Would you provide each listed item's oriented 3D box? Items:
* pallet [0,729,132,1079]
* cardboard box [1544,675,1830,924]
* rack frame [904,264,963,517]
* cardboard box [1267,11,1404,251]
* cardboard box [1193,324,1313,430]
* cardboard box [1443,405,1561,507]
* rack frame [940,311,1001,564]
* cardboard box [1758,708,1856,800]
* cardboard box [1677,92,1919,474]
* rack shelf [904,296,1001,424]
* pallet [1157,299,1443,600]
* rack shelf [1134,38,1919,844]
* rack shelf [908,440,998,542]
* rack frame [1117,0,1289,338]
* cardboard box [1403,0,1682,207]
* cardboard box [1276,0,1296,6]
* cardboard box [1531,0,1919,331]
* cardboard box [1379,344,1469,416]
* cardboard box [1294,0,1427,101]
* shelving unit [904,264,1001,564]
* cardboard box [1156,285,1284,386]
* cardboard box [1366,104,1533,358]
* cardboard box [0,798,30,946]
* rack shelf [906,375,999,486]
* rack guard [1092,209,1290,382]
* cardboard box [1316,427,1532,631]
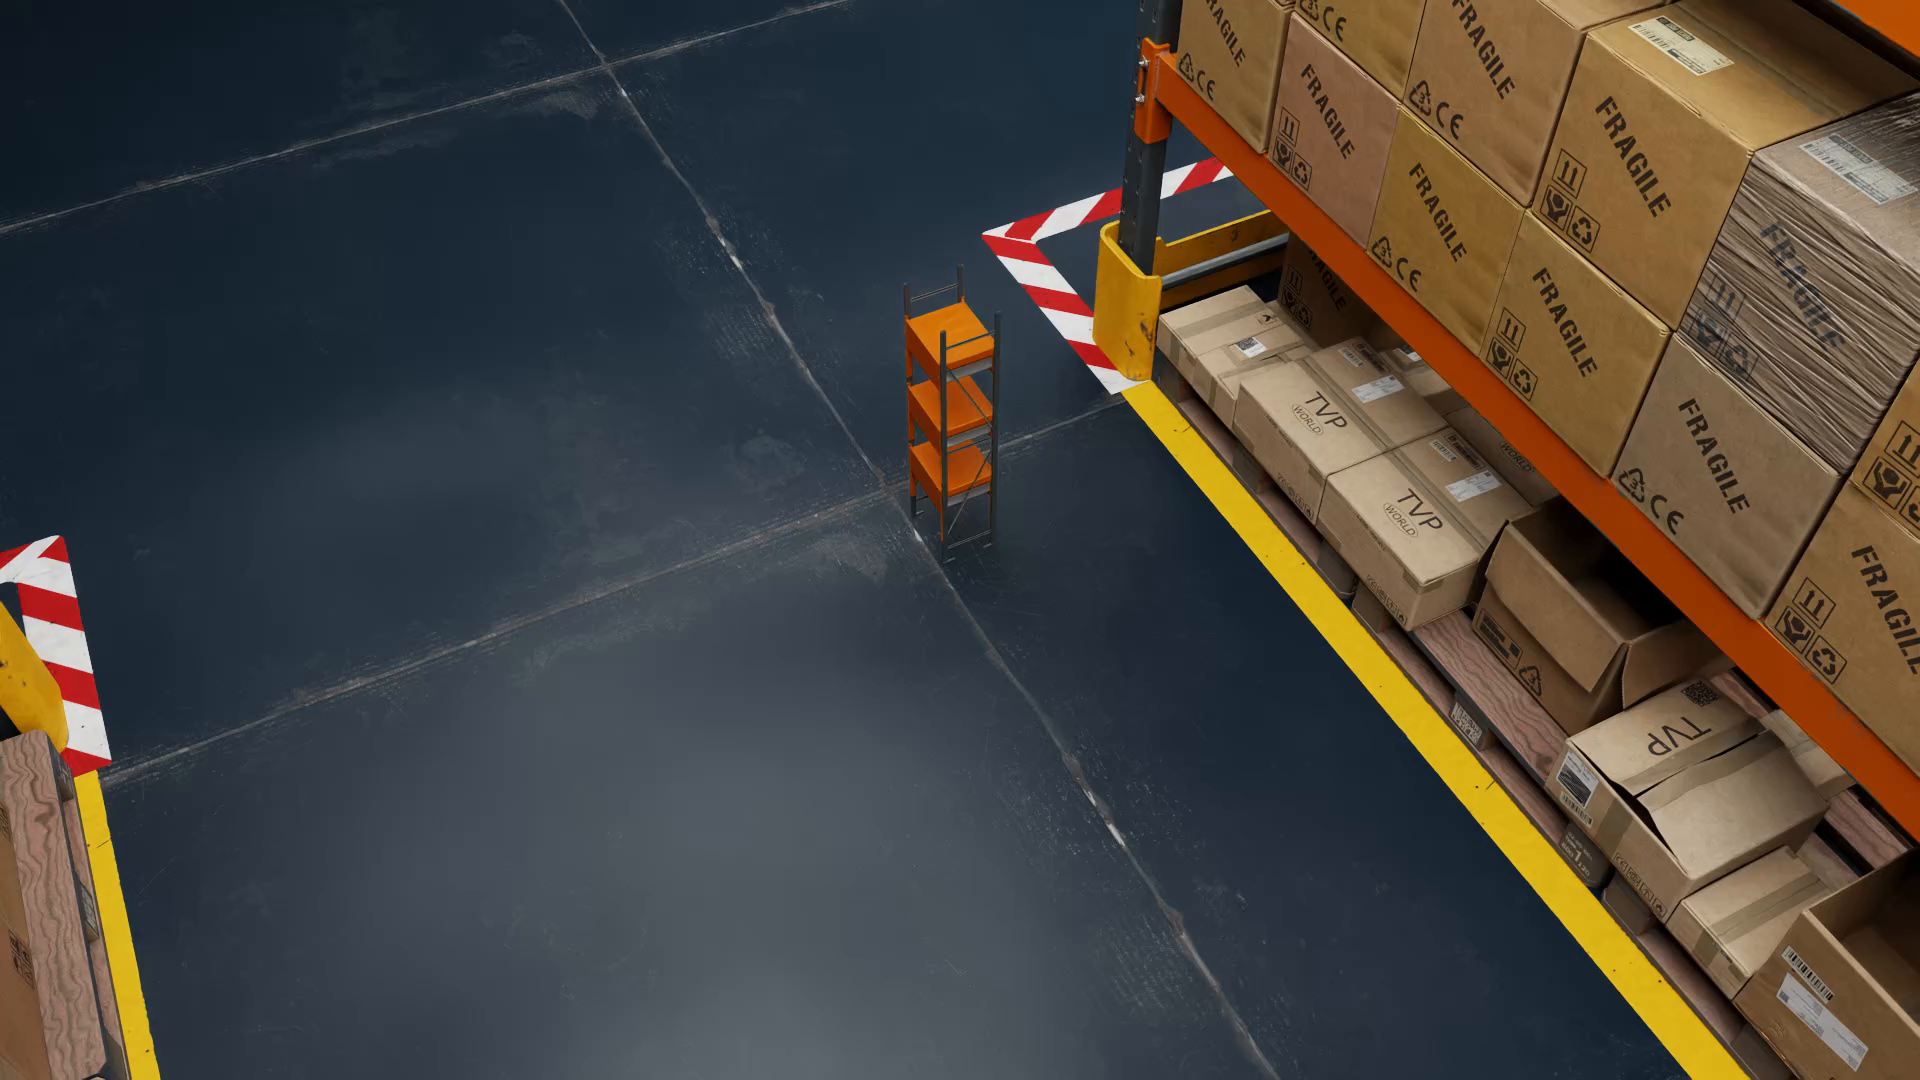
[{"bbox_3d":[-2.915,1.200,4.560,1.003,0.211,1.213,-21,52,-18],"label":"pallet"},{"bbox_3d":[2.026,0.697,4.641,0.500,0.311,0.500,-21,52,-18],"label":"cardboard box"},{"bbox_3d":[-0.080,-0.463,5.458,0.200,1.050,0.008,-21,52,-18],"label":"rack frame"},{"bbox_3d":[1.261,-1.236,4.772,0.500,0.500,0.500,-22,52,-18],"label":"cardboard box"},{"bbox_3d":[1.052,-0.581,5.855,0.380,0.166,0.250,-21,52,-18],"label":"cardboard box"},{"bbox_3d":[1.928,-0.249,5.509,0.500,0.250,0.500,-21,52,-18],"label":"cardboard box"},{"bbox_3d":[0.031,-0.300,5.315,0.200,1.050,0.008,-21,52,-18],"label":"rack frame"},{"bbox_3d":[2.478,0.600,4.823,0.380,0.166,0.250,-21,52,-18],"label":"cardboard box"},{"bbox_3d":[1.953,-0.548,3.506,0.500,0.500,0.500,-21,52,-17],"label":"cardboard box"},{"bbox_3d":[-0.024,-0.561,5.181,0.215,0.259,0.240,-21,52,-18],"label":"rack shelf"},{"bbox_3d":[1.452,-0.432,5.988,1.003,0.211,1.213,-21,52,-18],"label":"pallet"},{"bbox_3d":[1.967,-0.359,4.549,1.077,0.370,4.000,-21,52,-18],"label":"rack shelf"},{"bbox_3d":[-0.024,-0.192,5.603,0.215,0.259,0.240,-21,52,-18],"label":"rack shelf"},{"bbox_3d":[1.052,-1.935,5.449,1.000,3.000,0.127,-21,52,-18],"label":"rack frame"},{"bbox_3d":[1.491,-1.225,4.098,0.500,0.500,0.500,-21,52,-17],"label":"cardboard box"},{"bbox_3d":[1.021,-1.909,4.696,0.500,0.500,0.500,-20,52,-16],"label":"cardboard box"},{"bbox_3d":[1.724,-0.885,3.801,0.500,0.500,0.500,-22,52,-18],"label":"cardboard box"},{"bbox_3d":[1.625,-0.565,5.842,0.380,0.166,0.250,-21,52,-18],"label":"cardboard box"},{"bbox_3d":[1.267,-1.562,4.392,0.500,0.500,0.500,-21,52,-17],"label":"cardboard box"},{"bbox_3d":[-0.024,-0.381,5.386,0.215,1.050,0.252,-21,52,-18],"label":"shelving unit"},{"bbox_3d":[0.938,-0.742,6.008,0.380,0.149,0.250,-21,52,-18],"label":"cardboard box"},{"bbox_3d":[1.488,-0.899,4.477,0.500,0.500,0.500,-21,52,-18],"label":"cardboard box"},{"bbox_3d":[-2.942,0.893,4.358,0.700,0.500,0.500,-21,52,-18],"label":"cardboard box"},{"bbox_3d":[-0.024,-0.374,5.394,0.215,0.259,0.240,-21,52,-18],"label":"rack shelf"},{"bbox_3d":[1.087,-1.061,6.346,1.175,0.500,0.348,-21,52,-18],"label":"rack guard"},{"bbox_3d":[1.506,-0.043,5.329,0.500,0.250,0.500,-21,52,-18],"label":"cardboard box"}]
